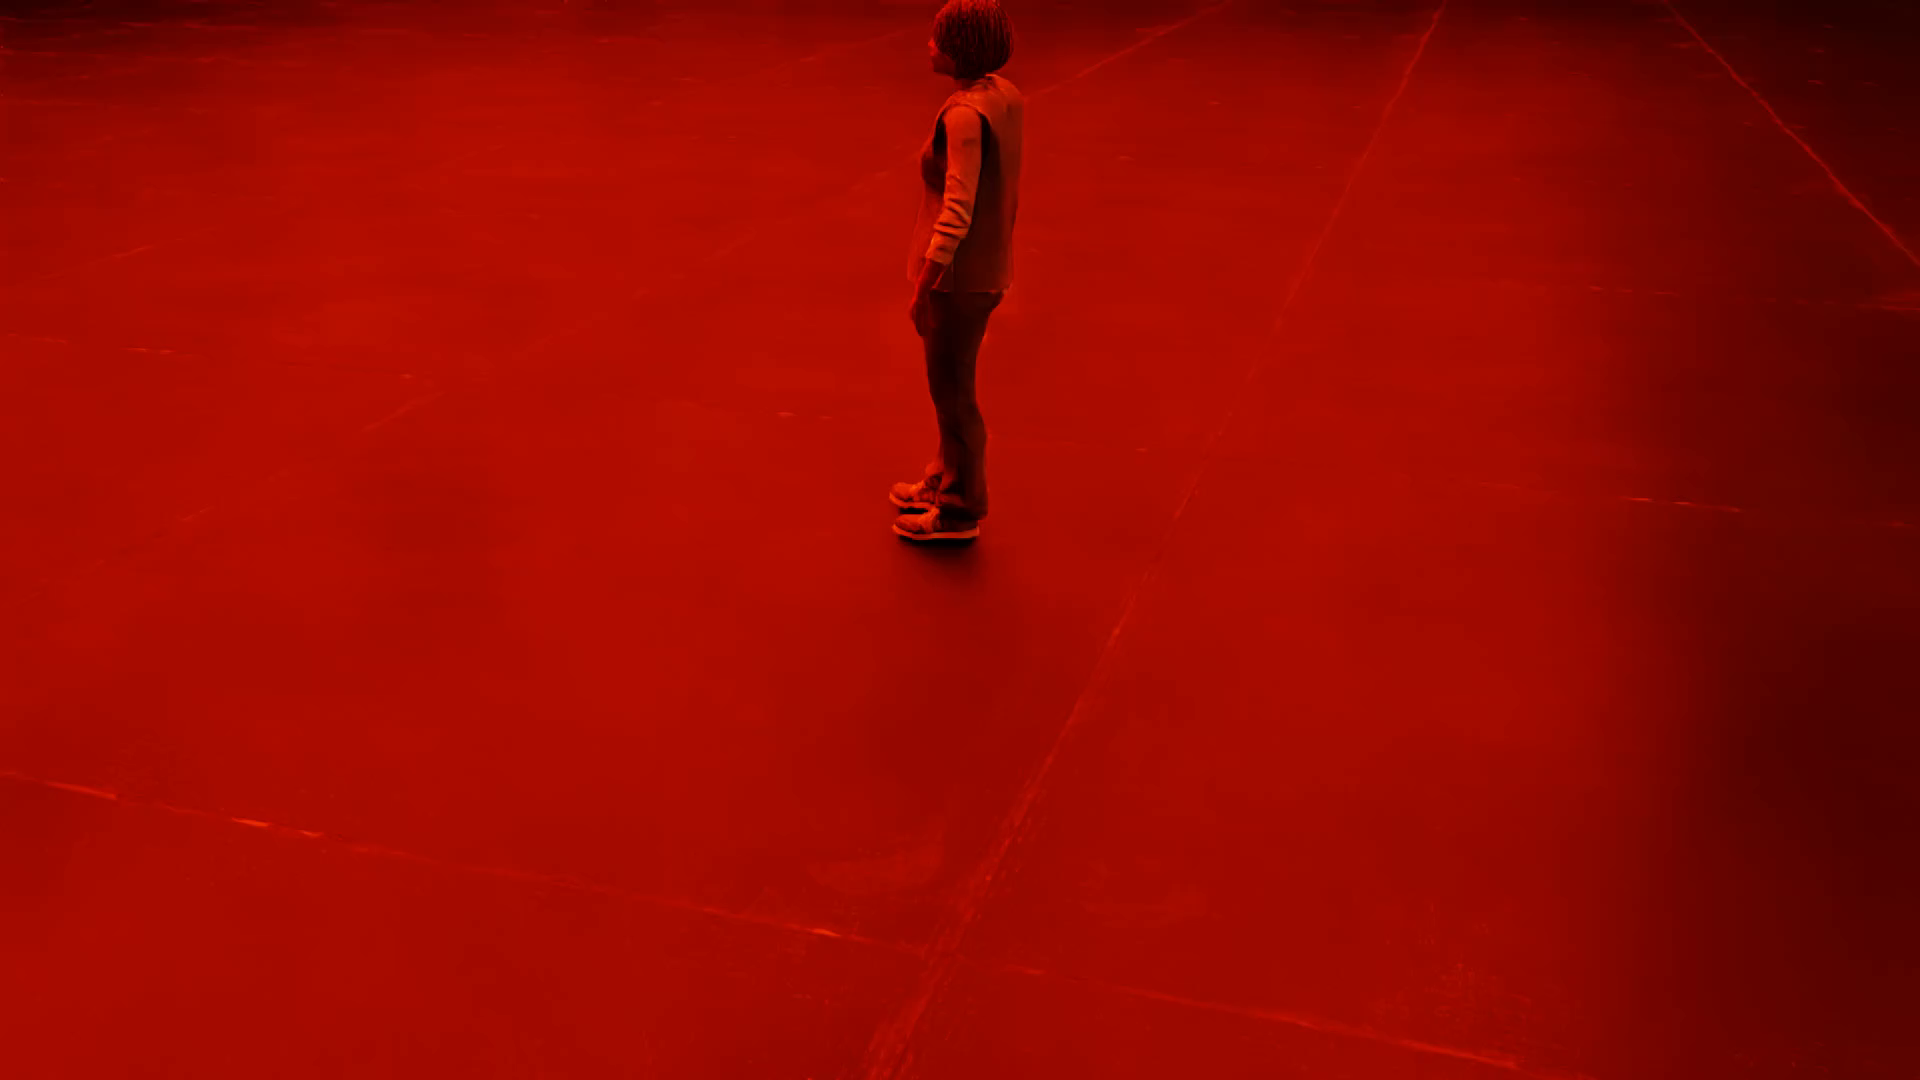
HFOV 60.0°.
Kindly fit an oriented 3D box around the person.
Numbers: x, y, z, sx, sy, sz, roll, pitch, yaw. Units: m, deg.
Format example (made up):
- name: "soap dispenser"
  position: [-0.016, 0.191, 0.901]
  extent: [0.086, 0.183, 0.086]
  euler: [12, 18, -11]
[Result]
- name: "person"
  position: [-0.067, -0.758, 4.846]
  extent: [0.474, 1.597, 0.521]
  euler: [7, 23, 16]
